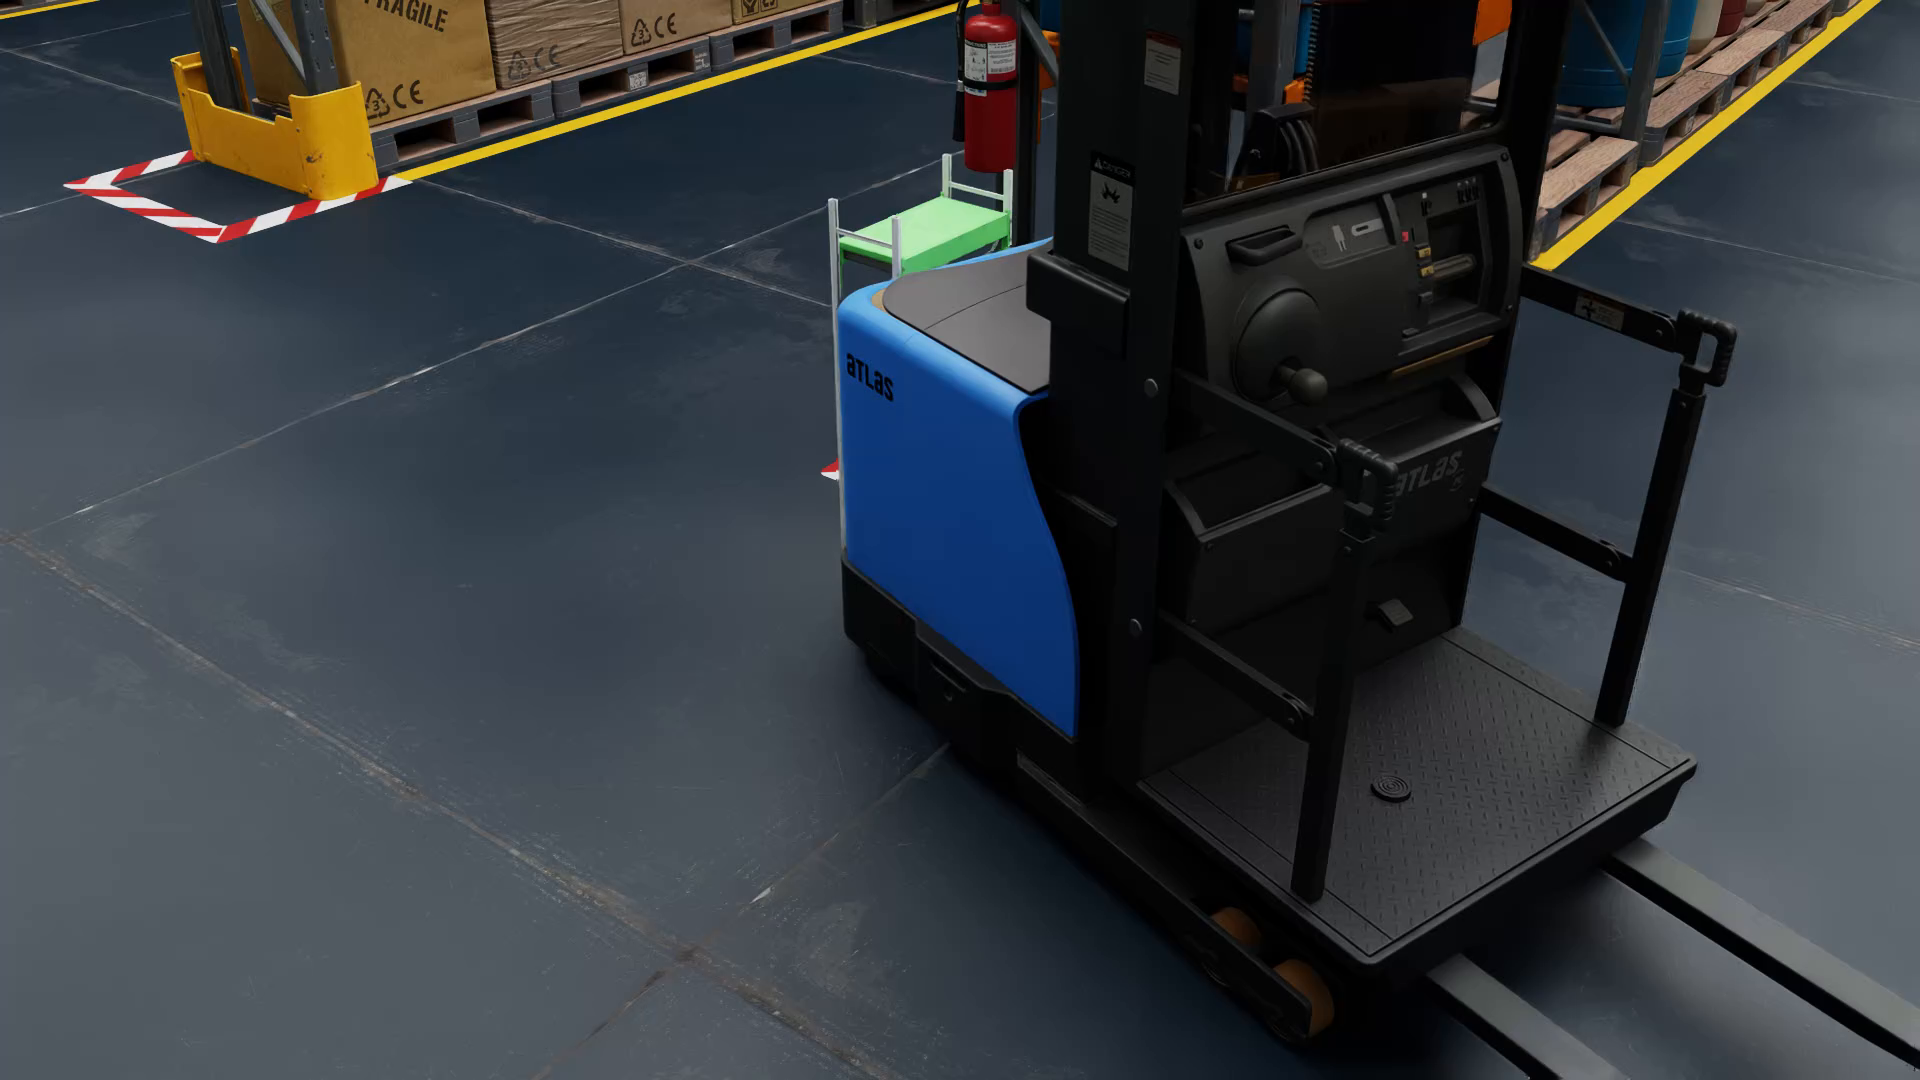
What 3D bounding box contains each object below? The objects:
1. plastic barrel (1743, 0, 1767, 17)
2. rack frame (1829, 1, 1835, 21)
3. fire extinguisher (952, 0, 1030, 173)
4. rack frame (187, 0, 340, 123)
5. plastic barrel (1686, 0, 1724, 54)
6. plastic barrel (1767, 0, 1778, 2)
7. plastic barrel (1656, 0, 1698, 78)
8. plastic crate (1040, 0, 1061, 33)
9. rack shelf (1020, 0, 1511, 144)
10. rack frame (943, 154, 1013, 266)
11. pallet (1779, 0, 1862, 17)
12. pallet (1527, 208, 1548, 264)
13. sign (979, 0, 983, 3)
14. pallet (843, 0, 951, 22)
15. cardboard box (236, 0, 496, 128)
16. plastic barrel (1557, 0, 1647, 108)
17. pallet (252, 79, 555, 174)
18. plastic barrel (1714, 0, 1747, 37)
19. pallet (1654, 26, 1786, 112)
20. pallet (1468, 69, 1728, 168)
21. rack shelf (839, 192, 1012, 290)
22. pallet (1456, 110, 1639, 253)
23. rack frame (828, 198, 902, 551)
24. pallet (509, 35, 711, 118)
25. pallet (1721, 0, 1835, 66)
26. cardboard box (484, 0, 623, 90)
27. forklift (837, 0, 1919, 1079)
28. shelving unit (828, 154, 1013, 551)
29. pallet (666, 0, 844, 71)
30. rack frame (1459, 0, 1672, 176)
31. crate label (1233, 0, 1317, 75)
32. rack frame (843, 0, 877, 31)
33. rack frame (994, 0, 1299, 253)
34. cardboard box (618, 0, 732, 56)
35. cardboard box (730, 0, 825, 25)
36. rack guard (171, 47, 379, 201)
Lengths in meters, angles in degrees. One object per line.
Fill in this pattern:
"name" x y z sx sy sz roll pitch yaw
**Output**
"plastic barrel" 4.830 -3.544 10.316 0.421 0.512 0.421 0 31 0
"rack frame" 5.381 -4.895 10.567 1.000 3.000 0.127 21 37 31
"fire extinguisher" 0.099 -1.528 5.327 0.296 0.674 0.183 21 37 31
"rack frame" -3.396 -3.167 7.652 1.000 3.000 0.127 21 37 31
"plastic barrel" 4.148 -3.085 9.541 0.421 0.512 0.421 0 31 0
"plastic barrel" 5.100 -3.938 10.669 0.600 0.830 0.708 21 37 31
"plastic barrel" 3.736 -3.050 9.101 0.600 0.901 0.708 21 37 31
"plastic crate" 0.606 -1.878 5.382 0.616 0.435 0.499 21 37 31
"rack shelf" 1.760 -2.146 6.635 1.077 0.370 4.000 21 37 31
"rack frame" 0.047 -0.549 4.999 0.240 1.200 0.015 22 37 32
"pallet" 5.880 -3.998 11.789 1.003 0.211 1.213 21 37 31
"pallet" 1.818 -1.260 7.170 1.003 0.211 1.213 21 37 31
"sign" 0.104 -1.876 5.313 0.100 0.325 0.005 21 37 31
"pallet" -0.576 -3.930 11.675 1.003 0.211 1.213 21 37 31
"cardboard box" -3.074 -2.719 8.567 0.875 0.875 0.875 21 37 31
"plastic barrel" 3.309 -2.763 8.616 0.600 0.901 0.708 21 37 31
"pallet" -2.976 -2.317 8.952 1.003 0.211 1.213 21 37 31
"plastic barrel" 4.418 -3.375 9.956 0.600 0.588 0.708 21 37 31
"pallet" 4.202 -2.868 9.882 1.003 0.211 1.213 21 37 31
"pallet" 3.466 -2.370 9.042 1.003 0.211 1.213 21 37 31
"rack shelf" -0.102 -0.809 4.621 0.258 0.148 0.480 22 37 32
"pallet" 2.554 -1.758 8.010 1.003 0.211 1.213 21 37 31
"rack frame" -0.253 -0.354 4.668 0.240 1.200 0.015 22 37 32
"pallet" -2.239 -2.810 9.785 1.003 0.211 1.213 21 37 31
"pallet" 4.939 -3.362 10.715 1.003 0.211 1.213 21 37 31
"cardboard box" -2.525 -3.088 9.191 0.875 0.875 0.875 21 37 31
"forklift" 0.941 -0.496 3.212 1.130 2.935 3.031 -20 36 -30
"shelving unit" -0.103 -0.451 4.833 0.258 1.200 0.503 22 37 32
"pallet" -1.503 -3.308 10.626 1.003 0.211 1.213 21 37 31
"rack frame" 2.967 -3.269 7.823 1.000 3.000 0.127 21 37 31
"crate label" 0.964 -1.596 5.106 0.416 0.233 0.303 21 37 31
"rack frame" -0.982 -4.793 10.396 1.000 3.000 0.127 21 37 31
"rack frame" 0.552 -1.643 5.080 1.000 3.000 0.127 21 37 31
"cardboard box" -1.987 -3.450 9.802 0.875 0.875 0.875 21 37 31
"cardboard box" -1.444 -3.816 10.419 0.875 0.875 0.875 21 37 31
"rack guard" -3.411 -2.082 8.273 1.175 0.500 0.348 21 37 31
